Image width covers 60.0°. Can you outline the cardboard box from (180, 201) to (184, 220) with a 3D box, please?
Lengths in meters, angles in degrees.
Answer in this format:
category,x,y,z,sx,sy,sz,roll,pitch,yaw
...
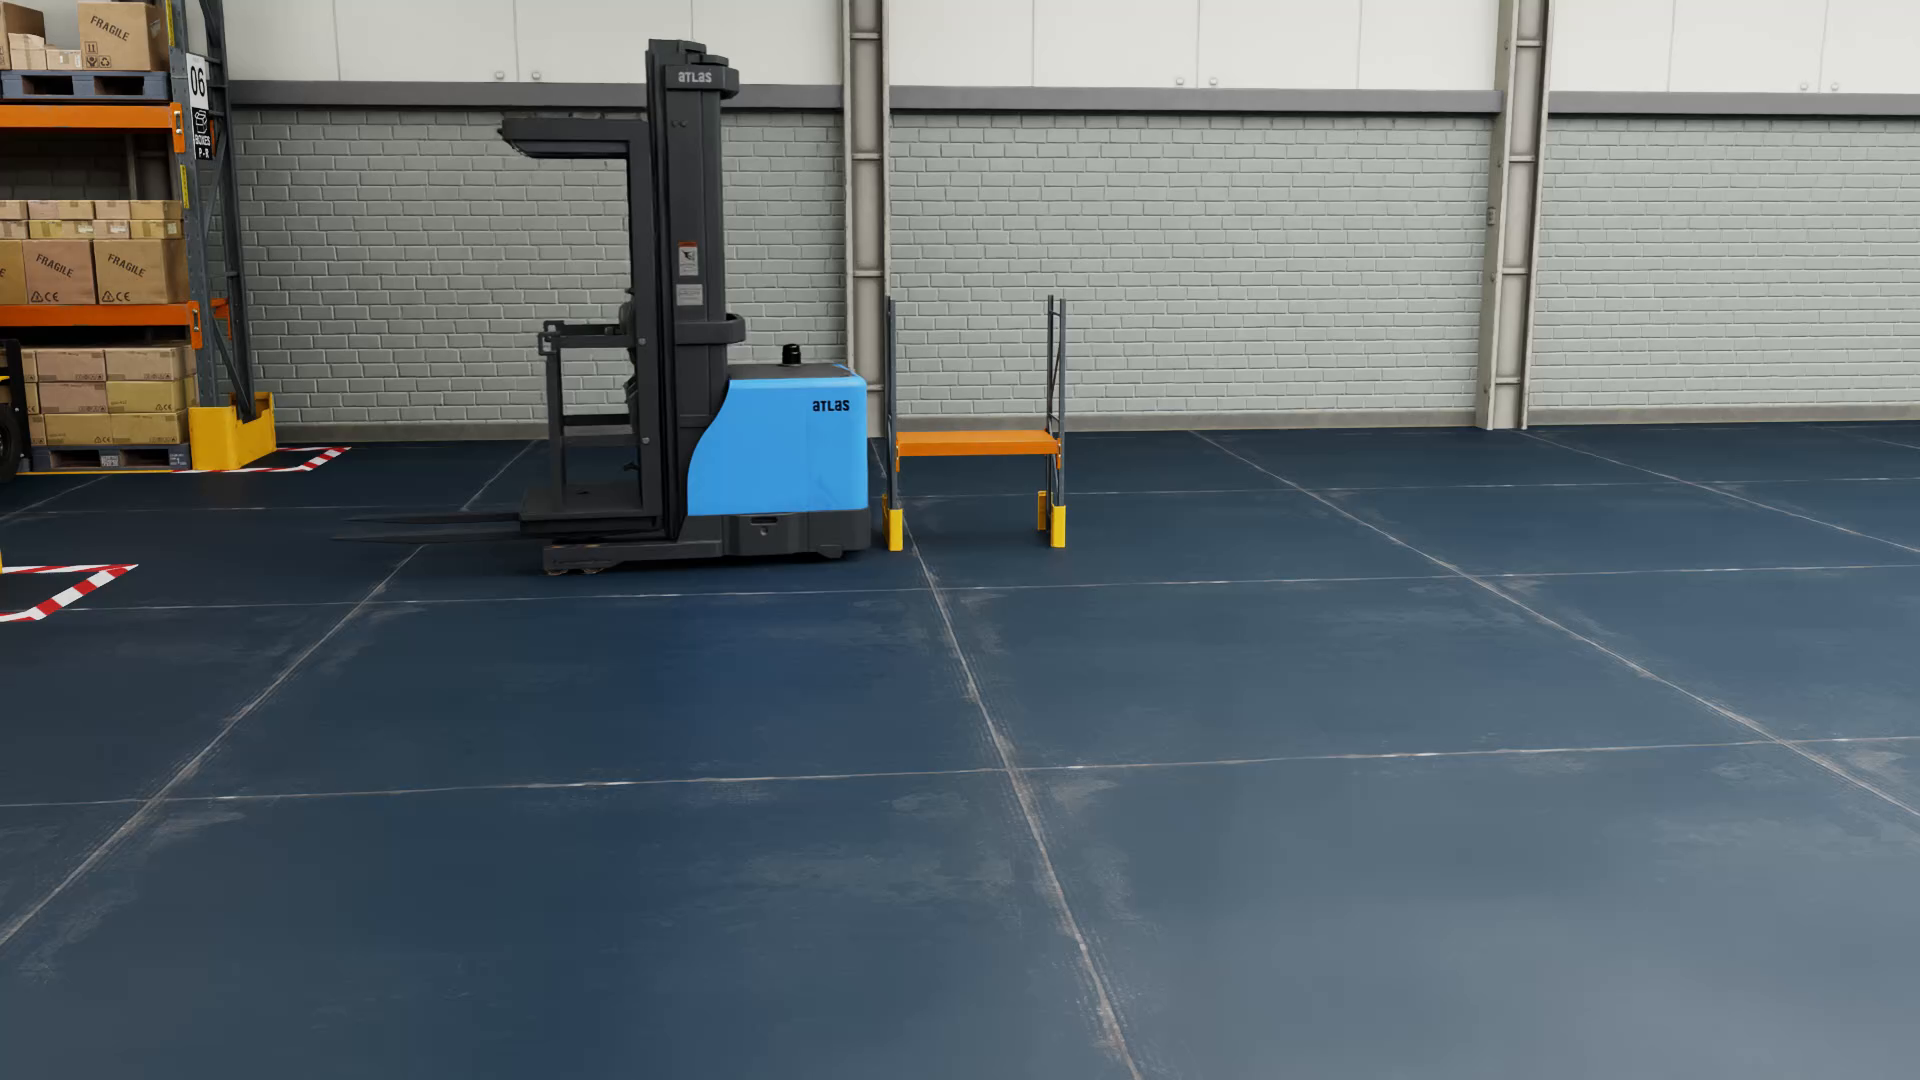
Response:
category,x,y,z,sx,sy,sz,roll,pitch,yaw
cardboard box,-6.360,-2.681,13.519,0.250,0.149,0.380,-1,11,-7

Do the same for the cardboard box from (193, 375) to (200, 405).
category,x,y,z,sx,sy,sz,roll,pitch,yaw
cardboard box,-6.493,-1.266,13.776,0.500,0.250,0.500,-1,11,-5

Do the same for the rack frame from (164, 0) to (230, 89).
category,x,y,z,sx,sy,sz,roll,pitch,yaw
rack frame,-6.003,-5.078,12.868,0.127,3.000,1.000,-1,11,-6

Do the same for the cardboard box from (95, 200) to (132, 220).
category,x,y,z,sx,sy,sz,roll,pitch,yaw
cardboard box,-6.578,-2.588,13.046,0.250,0.149,0.380,-1,11,-6

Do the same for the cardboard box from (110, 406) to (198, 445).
category,x,y,z,sx,sy,sz,roll,pitch,yaw
cardboard box,-6.436,-0.921,13.314,0.500,0.250,0.500,-1,11,-6

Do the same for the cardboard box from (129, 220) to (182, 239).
category,x,y,z,sx,sy,sz,roll,pitch,yaw
cardboard box,-6.317,-2.440,13.065,0.250,0.149,0.380,-1,11,-5

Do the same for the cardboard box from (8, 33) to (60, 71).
category,x,y,z,sx,sy,sz,roll,pitch,yaw
cardboard box,-7.046,-3.714,12.710,0.258,0.266,0.396,-1,11,-6

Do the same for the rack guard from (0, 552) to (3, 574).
category,x,y,z,sx,sy,sz,roll,pitch,yaw
rack guard,-5.539,0.046,8.838,0.348,0.500,1.175,-1,11,-6

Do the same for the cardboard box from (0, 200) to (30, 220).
category,x,y,z,sx,sy,sz,roll,pitch,yaw
cardboard box,-7.338,-2.560,12.902,0.250,0.149,0.380,-1,11,-5

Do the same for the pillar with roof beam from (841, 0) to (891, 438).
category,x,y,z,sx,sy,sz,roll,pitch,yaw
pillar with roof beam,-0.363,-4.535,10.110,0.400,9.000,9.100,-1,11,-6

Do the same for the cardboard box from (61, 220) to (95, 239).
category,x,y,z,sx,sy,sz,roll,pitch,yaw
cardboard box,-6.833,-2.436,13.041,0.250,0.149,0.380,-1,11,-5

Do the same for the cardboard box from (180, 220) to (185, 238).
category,x,y,z,sx,sy,sz,roll,pitch,yaw
cardboard box,-6.368,-2.544,13.592,0.250,0.149,0.380,-1,11,-8

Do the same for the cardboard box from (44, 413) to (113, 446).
category,x,y,z,sx,sy,sz,roll,pitch,yaw
cardboard box,-6.931,-0.912,13.270,0.500,0.250,0.500,-1,11,-6

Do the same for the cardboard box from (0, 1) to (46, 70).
category,x,y,z,sx,sy,sz,roll,pitch,yaw
cardboard box,-7.446,-3.852,12.802,0.500,0.500,0.700,-1,11,-6

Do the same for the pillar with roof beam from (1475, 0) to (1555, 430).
category,x,y,z,sx,sy,sz,roll,pitch,yaw
pillar with roof beam,5.602,-4.660,10.746,0.400,9.000,9.100,-1,11,-6

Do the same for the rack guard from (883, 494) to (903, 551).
category,x,y,z,sx,sy,sz,roll,pitch,yaw
rack guard,-0.419,-0.114,10.299,0.087,0.250,0.587,-1,11,-6

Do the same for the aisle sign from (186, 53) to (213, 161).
category,x,y,z,sx,sy,sz,roll,pitch,yaw
aisle sign,-5.906,-3.355,12.917,0.004,0.787,0.394,-1,11,-6

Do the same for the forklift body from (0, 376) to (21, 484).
category,x,y,z,sx,sy,sz,roll,pitch,yaw
forklift body,-7.691,-1.328,11.548,1.214,2.155,2.313,-1,11,-6

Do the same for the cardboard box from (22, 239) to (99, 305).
category,x,y,z,sx,sy,sz,roll,pitch,yaw
cardboard box,-6.981,-2.113,13.083,0.500,0.500,0.500,-1,11,-4

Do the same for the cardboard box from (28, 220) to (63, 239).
category,x,y,z,sx,sy,sz,roll,pitch,yaw
cardboard box,-7.080,-2.433,13.026,0.250,0.149,0.380,-1,11,-6

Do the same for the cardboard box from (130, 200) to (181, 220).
category,x,y,z,sx,sy,sz,roll,pitch,yaw
cardboard box,-6.336,-2.599,13.103,0.250,0.149,0.380,-1,11,-6

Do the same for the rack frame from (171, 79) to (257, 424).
category,x,y,z,sx,sy,sz,roll,pitch,yaw
rack frame,-6.003,-2.134,13.447,0.127,3.000,1.000,-1,11,-6

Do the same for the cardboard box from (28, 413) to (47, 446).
category,x,y,z,sx,sy,sz,roll,pitch,yaw
cardboard box,-7.430,-0.903,13.226,0.500,0.250,0.500,-1,11,-5

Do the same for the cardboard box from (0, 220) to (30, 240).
category,x,y,z,sx,sy,sz,roll,pitch,yaw
cardboard box,-7.341,-2.418,12.951,0.250,0.149,0.380,-2,11,-8

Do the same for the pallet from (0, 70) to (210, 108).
category,x,y,z,sx,sy,sz,roll,pitch,yaw
pallet,-6.709,-3.553,13.117,1.213,0.211,1.003,-1,11,-6

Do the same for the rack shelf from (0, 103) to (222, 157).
category,x,y,z,sx,sy,sz,roll,pitch,yaw
rack shelf,-7.991,-3.211,13.015,4.000,0.370,1.077,-1,11,-6

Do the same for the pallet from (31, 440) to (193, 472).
category,x,y,z,sx,sy,sz,roll,pitch,yaw
pallet,-6.759,-0.742,13.594,1.213,0.211,1.003,-1,11,-6

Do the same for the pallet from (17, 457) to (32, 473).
category,x,y,z,sx,sy,sz,roll,pitch,yaw
pallet,-7.969,-0.717,13.468,1.213,0.211,1.003,-1,11,-6

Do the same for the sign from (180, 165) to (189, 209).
category,x,y,z,sx,sy,sz,roll,pitch,yaw
sign,-5.958,-2.714,12.782,0.005,0.325,0.100,-1,11,-6

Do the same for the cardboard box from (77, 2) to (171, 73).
category,x,y,z,sx,sy,sz,roll,pitch,yaw
cardboard box,-6.417,-3.854,12.813,0.500,0.500,0.500,-1,11,-4

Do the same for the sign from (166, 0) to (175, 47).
category,x,y,z,sx,sy,sz,roll,pitch,yaw
sign,-5.958,-3.897,12.549,0.005,0.325,0.100,-1,11,-6

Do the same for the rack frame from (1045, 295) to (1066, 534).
category,x,y,z,sx,sy,sz,roll,pitch,yaw
rack frame,0.590,-0.748,10.286,0.032,1.500,0.500,-1,11,-6

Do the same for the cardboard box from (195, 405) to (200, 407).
category,x,y,z,sx,sy,sz,roll,pitch,yaw
cardboard box,-6.512,-1.018,13.810,0.500,0.250,0.500,-1,11,-6

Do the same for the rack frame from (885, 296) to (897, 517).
category,x,y,z,sx,sy,sz,roll,pitch,yaw
rack frame,-0.421,-0.727,10.179,0.032,1.500,0.500,-1,11,-6

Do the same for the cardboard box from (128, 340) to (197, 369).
category,x,y,z,sx,sy,sz,roll,pitch,yaw
cardboard box,-6.501,-1.508,13.709,0.500,0.250,0.500,-1,11,-7

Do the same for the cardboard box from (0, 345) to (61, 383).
category,x,y,z,sx,sy,sz,roll,pitch,yaw
cardboard box,-7.435,-1.388,13.099,0.500,0.250,0.500,-1,11,-5

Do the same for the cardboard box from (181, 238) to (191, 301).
category,x,y,z,sx,sy,sz,roll,pitch,yaw
cardboard box,-6.525,-2.226,13.656,0.500,0.500,0.500,-1,11,-4

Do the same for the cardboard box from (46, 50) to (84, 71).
category,x,y,z,sx,sy,sz,roll,pitch,yaw
cardboard box,-6.794,-3.662,12.748,0.250,0.149,0.380,-2,11,-8

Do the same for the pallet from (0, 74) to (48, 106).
category,x,y,z,sx,sy,sz,roll,pitch,yaw
pallet,-7.924,-3.527,12.984,1.213,0.211,1.003,-1,11,-6

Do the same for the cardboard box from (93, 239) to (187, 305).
category,x,y,z,sx,sy,sz,roll,pitch,yaw
cardboard box,-6.464,-2.122,13.129,0.500,0.500,0.500,-1,11,-7

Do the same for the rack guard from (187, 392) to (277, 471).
category,x,y,z,sx,sy,sz,roll,pitch,yaw
rack guard,-5.979,-0.908,13.691,0.348,0.500,1.175,-1,11,-6

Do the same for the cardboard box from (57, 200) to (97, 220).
category,x,y,z,sx,sy,sz,roll,pitch,yaw
cardboard box,-6.835,-2.578,12.992,0.250,0.149,0.380,-1,11,-5

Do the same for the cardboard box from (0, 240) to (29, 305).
category,x,y,z,sx,sy,sz,roll,pitch,yaw
cardboard box,-7.490,-2.103,13.028,0.500,0.500,0.500,-1,11,-7

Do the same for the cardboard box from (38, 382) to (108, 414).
category,x,y,z,sx,sy,sz,roll,pitch,yaw
cardboard box,-6.953,-1.158,13.224,0.500,0.250,0.500,-1,11,-7

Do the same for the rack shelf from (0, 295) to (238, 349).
category,x,y,z,sx,sy,sz,roll,pitch,yaw
rack shelf,-7.991,-1.739,13.304,4.000,0.370,1.077,-1,11,-6

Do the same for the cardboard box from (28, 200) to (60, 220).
category,x,y,z,sx,sy,sz,roll,pitch,yaw
cardboard box,-7.091,-2.587,13.038,0.250,0.149,0.380,-1,11,-6

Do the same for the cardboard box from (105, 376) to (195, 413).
category,x,y,z,sx,sy,sz,roll,pitch,yaw
cardboard box,-6.453,-1.166,13.267,0.500,0.250,0.500,-1,11,-7

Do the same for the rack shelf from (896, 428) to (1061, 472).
category,x,y,z,sx,sy,sz,roll,pitch,yaw
rack shelf,0.085,-0.561,10.267,1.000,0.185,0.538,-1,11,-6

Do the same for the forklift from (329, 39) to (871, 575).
category,x,y,z,sx,sy,sz,roll,pitch,yaw
forklift,-2.098,-1.350,9.636,3.031,2.935,1.130,-2,11,-12

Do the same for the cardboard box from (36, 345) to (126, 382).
category,x,y,z,sx,sy,sz,roll,pitch,yaw
cardboard box,-6.934,-1.400,13.162,0.500,0.250,0.500,-1,11,-5

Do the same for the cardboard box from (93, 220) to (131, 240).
category,x,y,z,sx,sy,sz,roll,pitch,yaw
cardboard box,-6.568,-2.429,13.009,0.250,0.149,0.380,-1,11,-5

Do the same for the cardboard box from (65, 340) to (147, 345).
category,x,y,z,sx,sy,sz,roll,pitch,yaw
cardboard box,-6.997,-1.497,13.653,0.500,0.250,0.500,-1,11,-6

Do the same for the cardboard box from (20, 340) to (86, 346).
category,x,y,z,sx,sy,sz,roll,pitch,yaw
cardboard box,-7.496,-1.488,13.610,0.500,0.250,0.500,-1,11,-6

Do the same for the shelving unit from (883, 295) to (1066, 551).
category,x,y,z,sx,sy,sz,roll,pitch,yaw
shelving unit,0.076,-0.738,10.231,1.083,1.500,0.587,-1,11,-6

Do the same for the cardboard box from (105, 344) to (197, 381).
category,x,y,z,sx,sy,sz,roll,pitch,yaw
cardboard box,-6.427,-1.412,13.222,0.500,0.250,0.500,-1,11,-4

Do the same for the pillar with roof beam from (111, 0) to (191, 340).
category,x,y,z,sx,sy,sz,roll,pitch,yaw
pillar with roof beam,-6.327,-4.410,9.474,0.400,9.000,9.100,-1,11,-6

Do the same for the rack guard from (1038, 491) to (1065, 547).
category,x,y,z,sx,sy,sz,roll,pitch,yaw
rack guard,0.571,-0.135,10.405,0.087,0.250,0.587,-1,11,-6

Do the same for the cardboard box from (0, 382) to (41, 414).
category,x,y,z,sx,sy,sz,roll,pitch,yaw
cardboard box,-7.464,-1.143,13.149,0.500,0.250,0.500,-1,11,-7
